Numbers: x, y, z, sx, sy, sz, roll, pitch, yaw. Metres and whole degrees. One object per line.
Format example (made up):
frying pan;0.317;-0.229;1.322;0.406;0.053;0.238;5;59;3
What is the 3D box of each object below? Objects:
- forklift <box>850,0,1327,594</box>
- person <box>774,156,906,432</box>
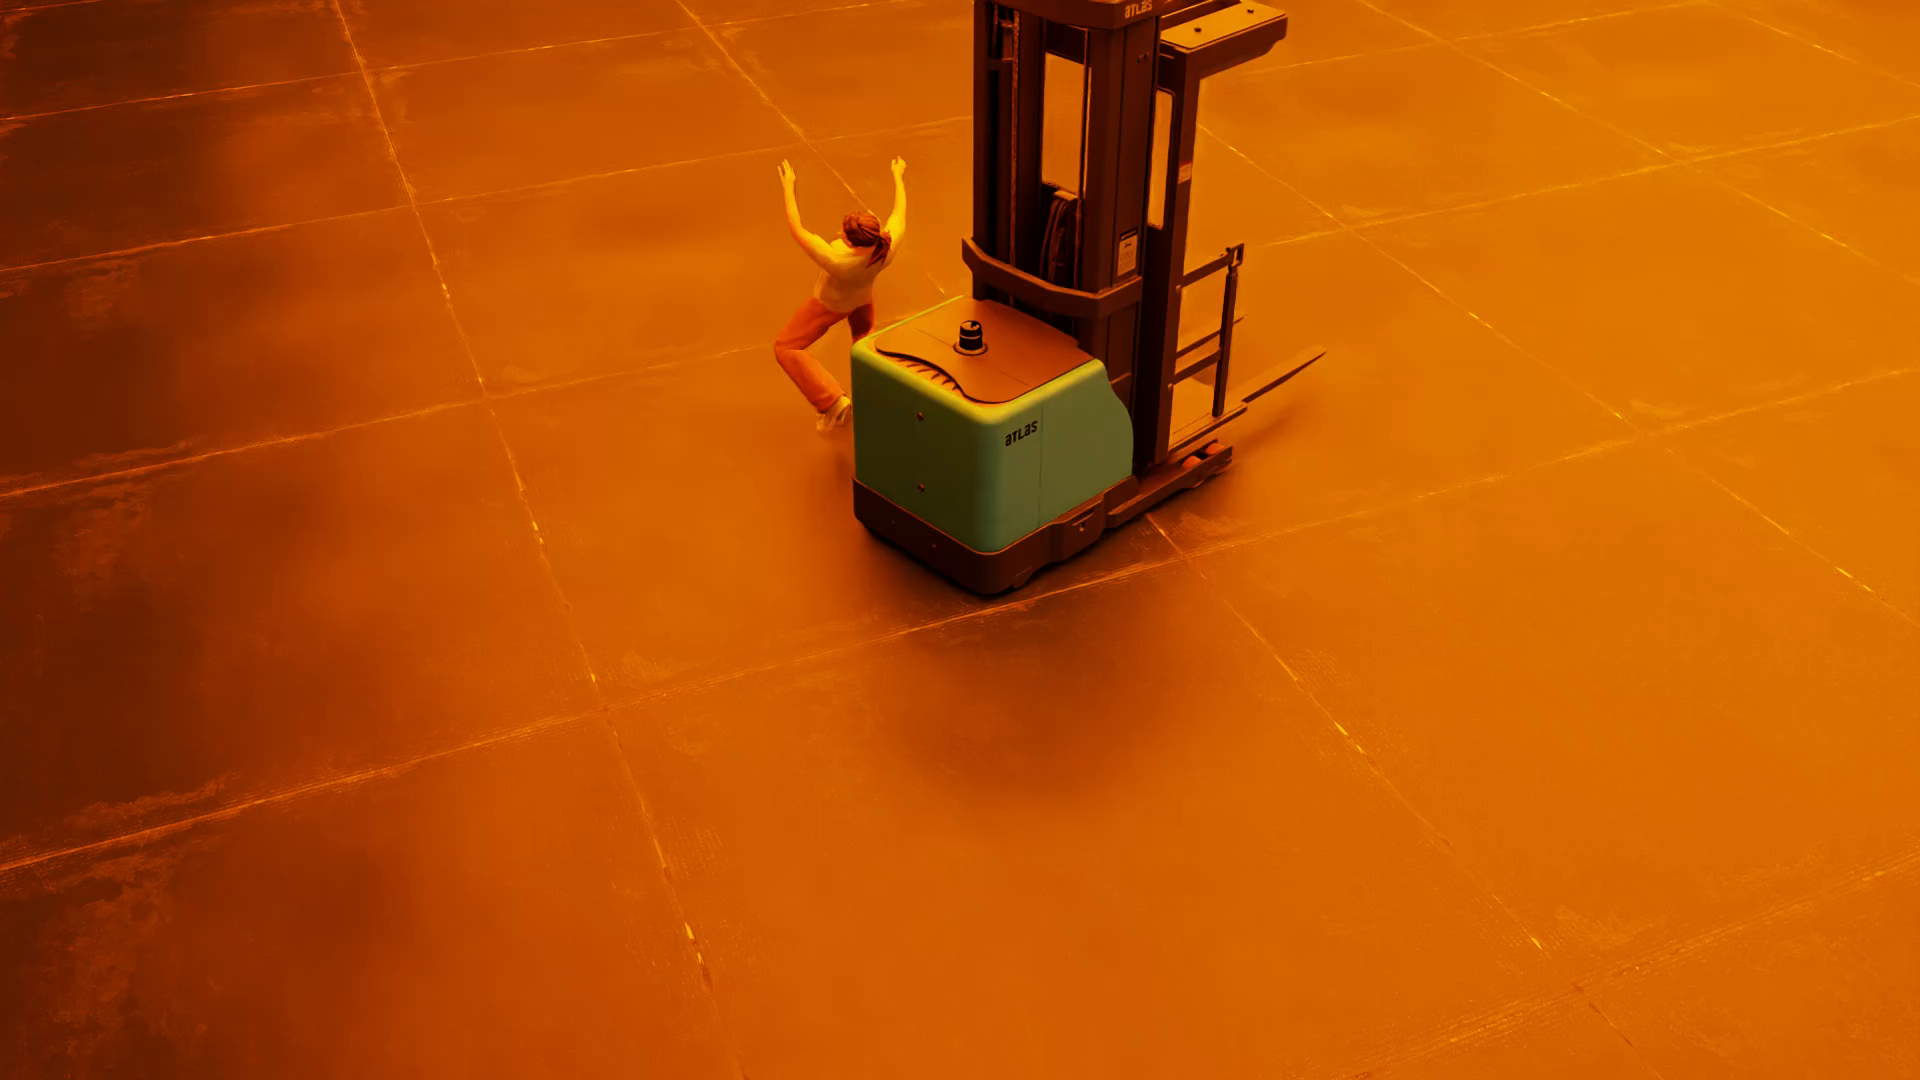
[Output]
forklift;0.854;-1.673;8.452;3.031;2.935;1.130;-29;45;-35
person;-0.519;-1.403;9.232;0.941;1.549;0.659;-28;44;-34
